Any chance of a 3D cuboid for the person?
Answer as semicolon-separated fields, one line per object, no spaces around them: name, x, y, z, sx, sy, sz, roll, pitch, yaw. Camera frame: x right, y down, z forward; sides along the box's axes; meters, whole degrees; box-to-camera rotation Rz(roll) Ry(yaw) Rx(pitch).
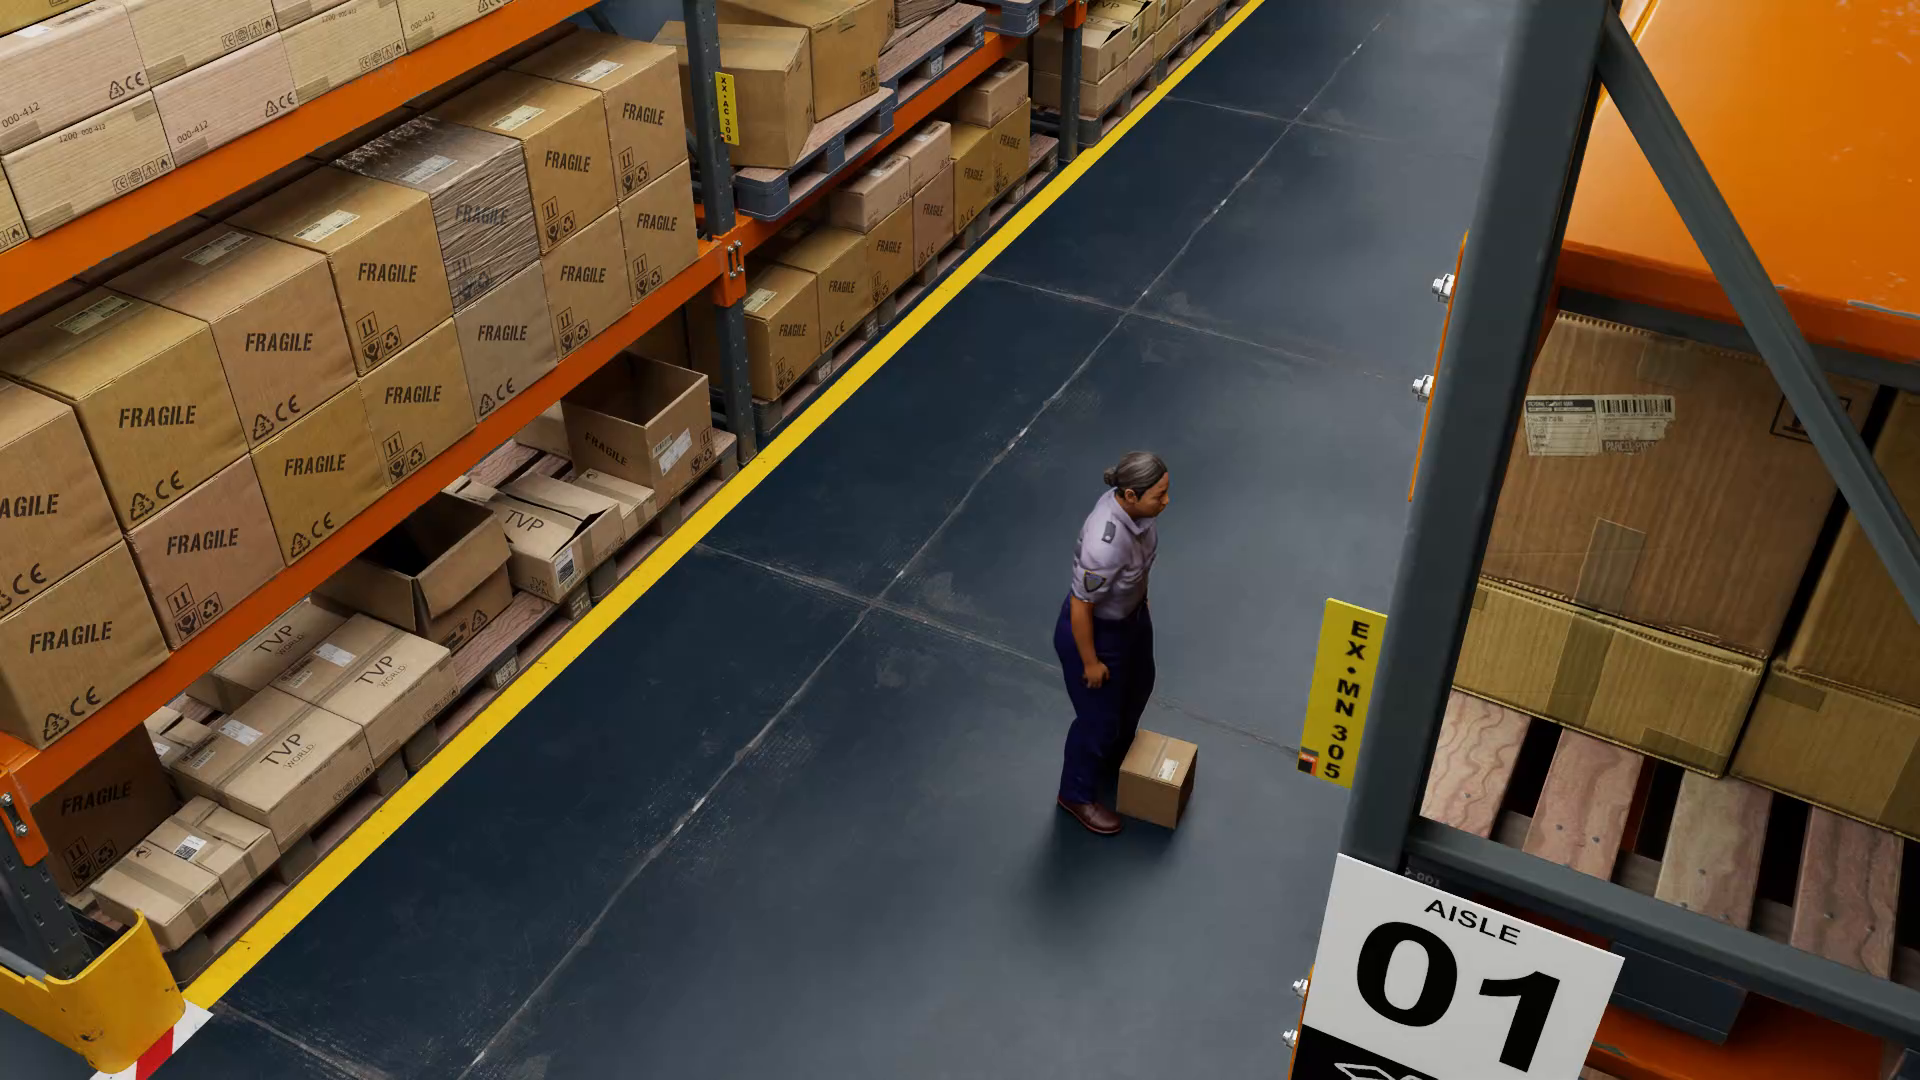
person;0.592;0.351;6.308;0.420;1.651;0.537;17;41;21
